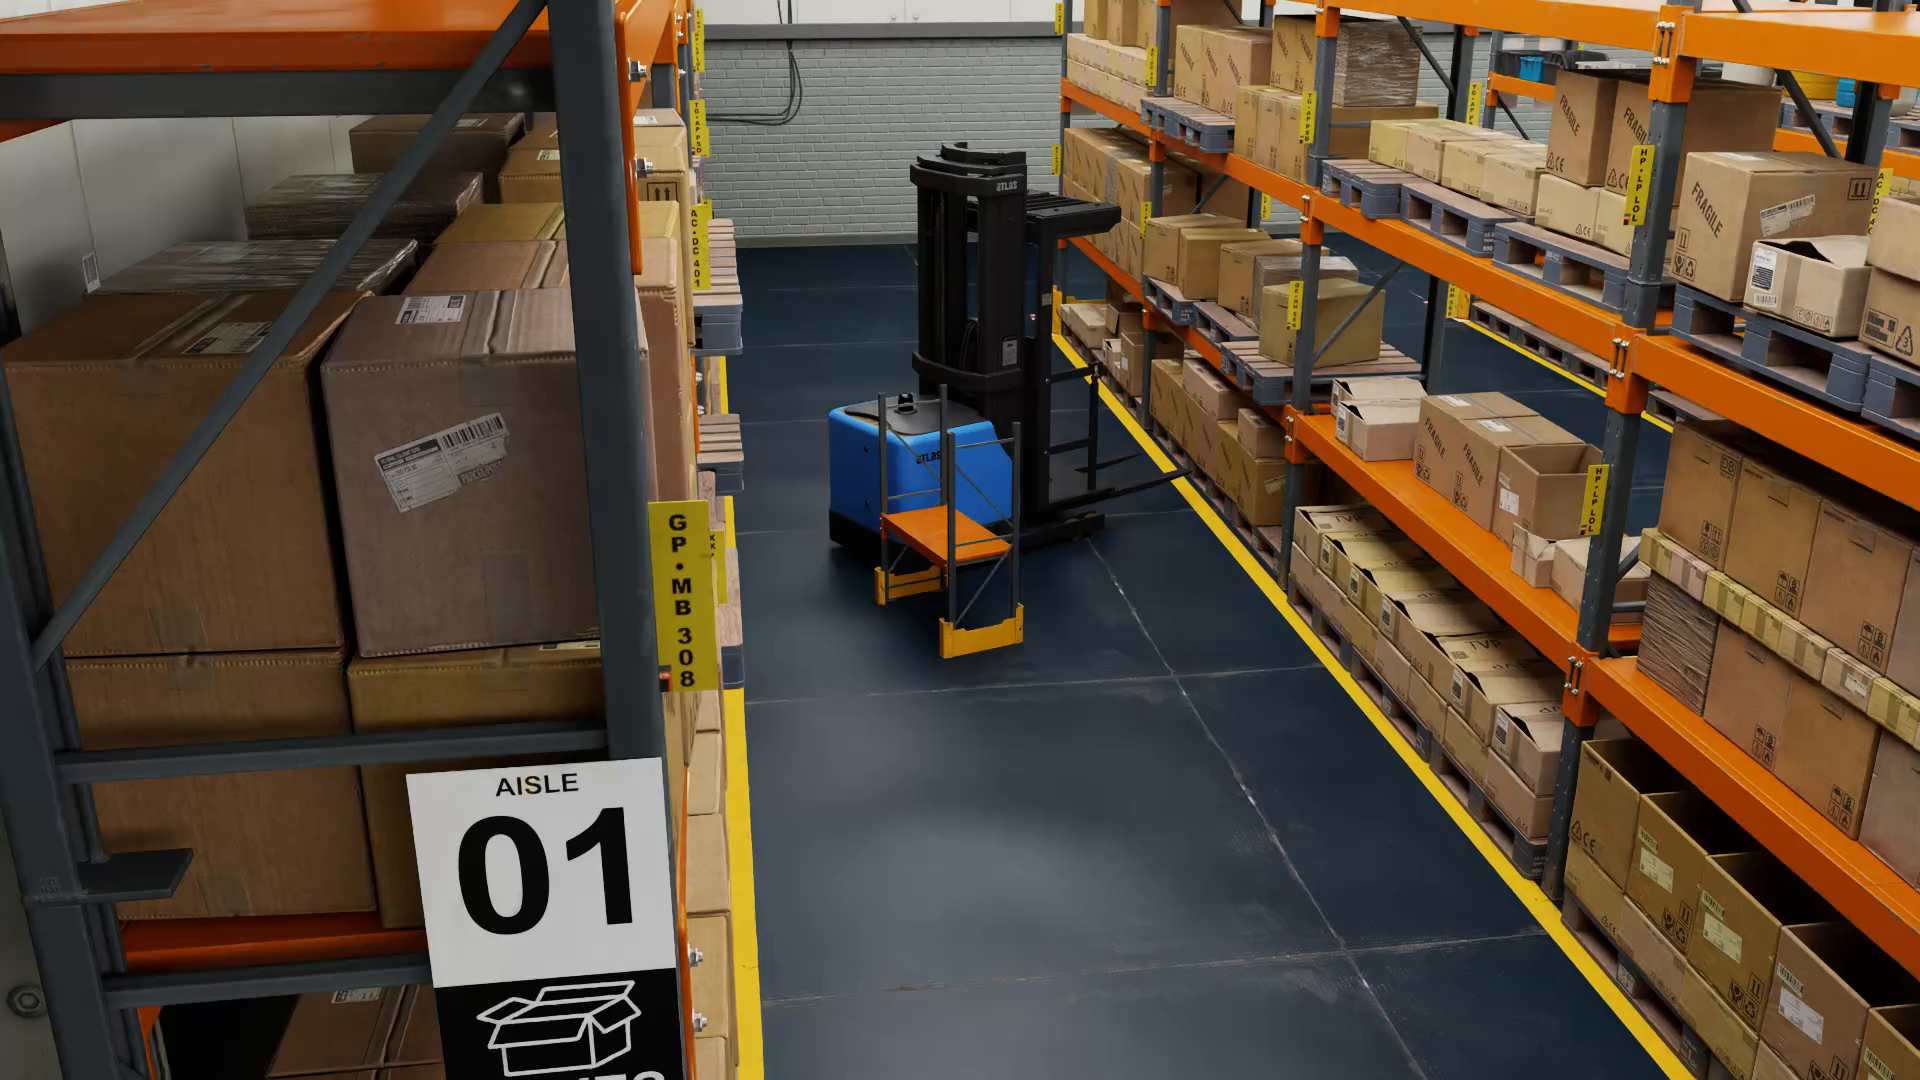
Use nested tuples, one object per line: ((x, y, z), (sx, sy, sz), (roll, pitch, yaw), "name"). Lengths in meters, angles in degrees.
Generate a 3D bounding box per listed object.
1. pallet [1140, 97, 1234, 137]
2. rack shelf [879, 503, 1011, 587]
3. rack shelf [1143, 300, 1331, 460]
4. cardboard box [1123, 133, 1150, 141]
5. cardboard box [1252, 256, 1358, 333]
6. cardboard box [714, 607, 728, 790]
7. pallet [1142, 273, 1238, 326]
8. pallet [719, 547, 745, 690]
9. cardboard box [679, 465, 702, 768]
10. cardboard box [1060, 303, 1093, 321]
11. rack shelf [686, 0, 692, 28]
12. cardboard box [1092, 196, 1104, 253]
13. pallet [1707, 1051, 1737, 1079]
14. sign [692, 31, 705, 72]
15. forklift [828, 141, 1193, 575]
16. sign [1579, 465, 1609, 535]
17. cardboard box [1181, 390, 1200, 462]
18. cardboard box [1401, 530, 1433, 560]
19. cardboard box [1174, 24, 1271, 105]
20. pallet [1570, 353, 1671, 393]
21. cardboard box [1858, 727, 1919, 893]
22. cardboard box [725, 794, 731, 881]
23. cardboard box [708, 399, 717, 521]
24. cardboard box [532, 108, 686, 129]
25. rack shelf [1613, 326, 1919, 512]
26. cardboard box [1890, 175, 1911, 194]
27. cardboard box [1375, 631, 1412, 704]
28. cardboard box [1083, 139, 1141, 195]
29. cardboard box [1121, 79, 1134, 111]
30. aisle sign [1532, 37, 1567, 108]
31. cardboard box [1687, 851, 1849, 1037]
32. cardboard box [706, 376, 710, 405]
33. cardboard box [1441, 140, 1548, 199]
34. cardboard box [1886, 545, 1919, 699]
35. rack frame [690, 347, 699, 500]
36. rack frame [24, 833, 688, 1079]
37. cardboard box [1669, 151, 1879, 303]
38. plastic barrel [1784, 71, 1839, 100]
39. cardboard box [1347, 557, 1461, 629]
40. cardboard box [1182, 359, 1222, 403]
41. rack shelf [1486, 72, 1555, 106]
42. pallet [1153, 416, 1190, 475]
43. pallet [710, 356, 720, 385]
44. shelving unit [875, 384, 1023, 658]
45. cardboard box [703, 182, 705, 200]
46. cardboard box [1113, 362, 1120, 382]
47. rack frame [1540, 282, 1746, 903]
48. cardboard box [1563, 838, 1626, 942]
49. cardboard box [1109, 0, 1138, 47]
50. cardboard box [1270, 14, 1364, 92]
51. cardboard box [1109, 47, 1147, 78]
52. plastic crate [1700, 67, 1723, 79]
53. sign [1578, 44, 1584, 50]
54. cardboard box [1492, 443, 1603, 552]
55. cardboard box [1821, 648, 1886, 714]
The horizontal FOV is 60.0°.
((2.217, -3.559, 13.939), (1.213, 0.211, 1.003), (-3, 21, -8), "pallet")
((-0.083, 0.018, 11.039), (0.538, 0.185, 1.000), (-10, 23, -25), "rack shelf")
((2.480, -1.442, 13.317), (1.077, 0.370, 4.000), (-3, 21, -8), "rack shelf")
((2.025, -4.056, 17.717), (0.500, 0.500, 0.500), (-2, 21, -6), "cardboard box")
((2.624, -1.868, 12.688), (0.700, 0.500, 0.500), (1, 20, 2), "cardboard box")
((-1.104, 0.580, 5.990), (0.500, 0.500, 0.500), (-3, 21, -8), "cardboard box")
((2.199, -2.099, 14.323), (1.003, 0.211, 1.213), (-3, 21, -8), "pallet")
((-1.522, 0.368, 7.718), (1.003, 0.211, 1.213), (-3, 21, -8), "pallet")
((-0.822, 0.157, 3.549), (0.500, 0.500, 0.500), (-2, 21, -4), "cardboard box")
((1.336, -2.564, 18.740), (0.380, 0.149, 0.250), (-3, 21, -8), "cardboard box")
((-2.421, -3.813, 11.665), (1.077, 0.370, 4.000), (-3, 21, -8), "rack shelf")
((1.638, -3.210, 16.882), (0.500, 0.500, 0.500), (-3, 21, -7), "cardboard box")
((3.598, 2.306, 6.241), (1.003, 0.211, 1.213), (-3, 21, -8), "pallet")
((-2.174, -4.045, 13.785), (0.100, 0.325, 0.005), (-3, 21, -8), "sign")
((0.498, -1.505, 12.556), (3.031, 2.935, 1.130), (-15, 25, -34), "forklift")
((2.810, -0.176, 7.358), (0.100, 0.325, 0.005), (-3, 21, -8), "sign")
((2.173, -0.969, 13.967), (0.500, 0.500, 0.500), (-3, 21, -7), "cardboard box")
((3.169, 0.091, 10.713), (0.500, 0.311, 0.500), (-3, 21, -9), "cardboard box")
((2.192, -3.989, 13.935), (0.600, 0.600, 0.600), (-5, 21, -13), "cardboard box")
((6.950, -1.666, 16.875), (1.003, 0.211, 1.213), (-3, 21, -8), "pallet")
((3.641, 0.939, 5.773), (0.700, 0.500, 0.500), (-2, 21, -6), "cardboard box")
((-1.036, 1.106, 5.654), (0.500, 0.250, 0.500), (-3, 21, -8), "cardboard box")
((-2.229, -0.590, 12.480), (0.750, 0.750, 0.750), (-3, 21, -8), "cardboard box")
((-1.215, -1.220, 5.808), (0.500, 0.500, 0.500), (-5, 21, -12), "cardboard box")
((3.634, -0.077, 5.376), (1.077, 0.370, 4.000), (-3, 21, -8), "rack shelf")
((11.221, -4.244, 19.580), (0.500, 0.250, 0.500), (-3, 21, -9), "cardboard box")
((2.781, 0.733, 9.797), (0.500, 0.250, 0.500), (-2, 21, -7), "cardboard box")
((1.569, -3.850, 17.166), (0.500, 0.500, 0.500), (-3, 21, -7), "cardboard box")
((1.797, -4.135, 15.426), (0.500, 0.250, 0.500), (-3, 21, -8), "cardboard box")
((6.797, -5.362, 19.070), (0.394, 0.787, 0.004), (-3, 21, -8), "aisle sign")
((3.247, 1.561, 6.506), (0.500, 0.500, 0.500), (-3, 21, -8), "cardboard box")
((-1.933, -1.036, 11.534), (0.380, 0.149, 0.250), (-2, 21, -6), "cardboard box")
((3.055, -2.084, 9.337), (0.500, 0.250, 0.500), (-3, 21, -9), "cardboard box")
((3.633, 0.319, 5.578), (0.700, 0.500, 0.500), (-3, 21, -8), "cardboard box")
((-1.556, 0.550, 6.957), (1.000, 3.000, 0.127), (-3, 21, -8), "rack frame")
((-0.979, 1.935, 3.249), (1.000, 3.000, 0.127), (-3, 21, -8), "rack frame")
((3.157, -1.228, 6.486), (0.500, 0.500, 0.500), (-1, 21, -3), "cardboard box")
((7.427, -4.104, 14.261), (0.600, 0.588, 0.600), (0, 20, 0), "plastic barrel")
((2.709, 0.297, 10.162), (0.500, 0.311, 0.500), (-3, 21, -9), "cardboard box")
((2.165, -1.331, 13.866), (0.500, 0.250, 0.500), (-3, 21, -8), "cardboard box")
((6.806, -4.480, 17.166), (1.077, 0.370, 4.000), (-3, 21, -8), "rack shelf")
((2.347, -0.885, 14.784), (1.003, 0.211, 1.213), (-3, 21, -8), "pallet")
((-2.921, -1.604, 16.710), (1.003, 0.211, 1.213), (-3, 21, -8), "pallet")
((-0.087, -0.154, 10.984), (0.587, 1.500, 1.083), (-10, 23, -25), "shelving unit")
((-3.202, -3.569, 17.557), (0.980, 0.700, 0.700), (-2, 21, -5), "cardboard box")
((1.716, -1.651, 16.296), (0.380, 0.149, 0.250), (-3, 21, -8), "cardboard box")
((3.345, 0.299, 7.629), (1.000, 3.000, 0.127), (-3, 21, -8), "rack frame")
((3.112, 1.566, 7.566), (0.500, 0.250, 0.500), (-3, 21, -8), "cardboard box")
((1.852, -5.076, 16.162), (0.700, 0.500, 0.500), (-3, 21, -8), "cardboard box")
((2.565, -3.511, 11.971), (0.500, 0.500, 0.500), (-3, 21, -8), "cardboard box")
((1.715, -4.541, 15.801), (0.500, 0.250, 0.500), (-3, 21, -8), "cardboard box")
((7.187, -4.507, 16.397), (0.497, 0.269, 0.590), (-3, 21, -8), "plastic crate")
((7.060, -5.494, 19.001), (0.100, 0.325, 0.005), (-3, 21, -8), "sign")
((3.175, -0.197, 8.814), (0.500, 0.500, 0.500), (-1, 21, -4), "cardboard box")
((3.382, 0.497, 6.029), (0.380, 0.149, 0.250), (-4, 21, -9), "cardboard box")
